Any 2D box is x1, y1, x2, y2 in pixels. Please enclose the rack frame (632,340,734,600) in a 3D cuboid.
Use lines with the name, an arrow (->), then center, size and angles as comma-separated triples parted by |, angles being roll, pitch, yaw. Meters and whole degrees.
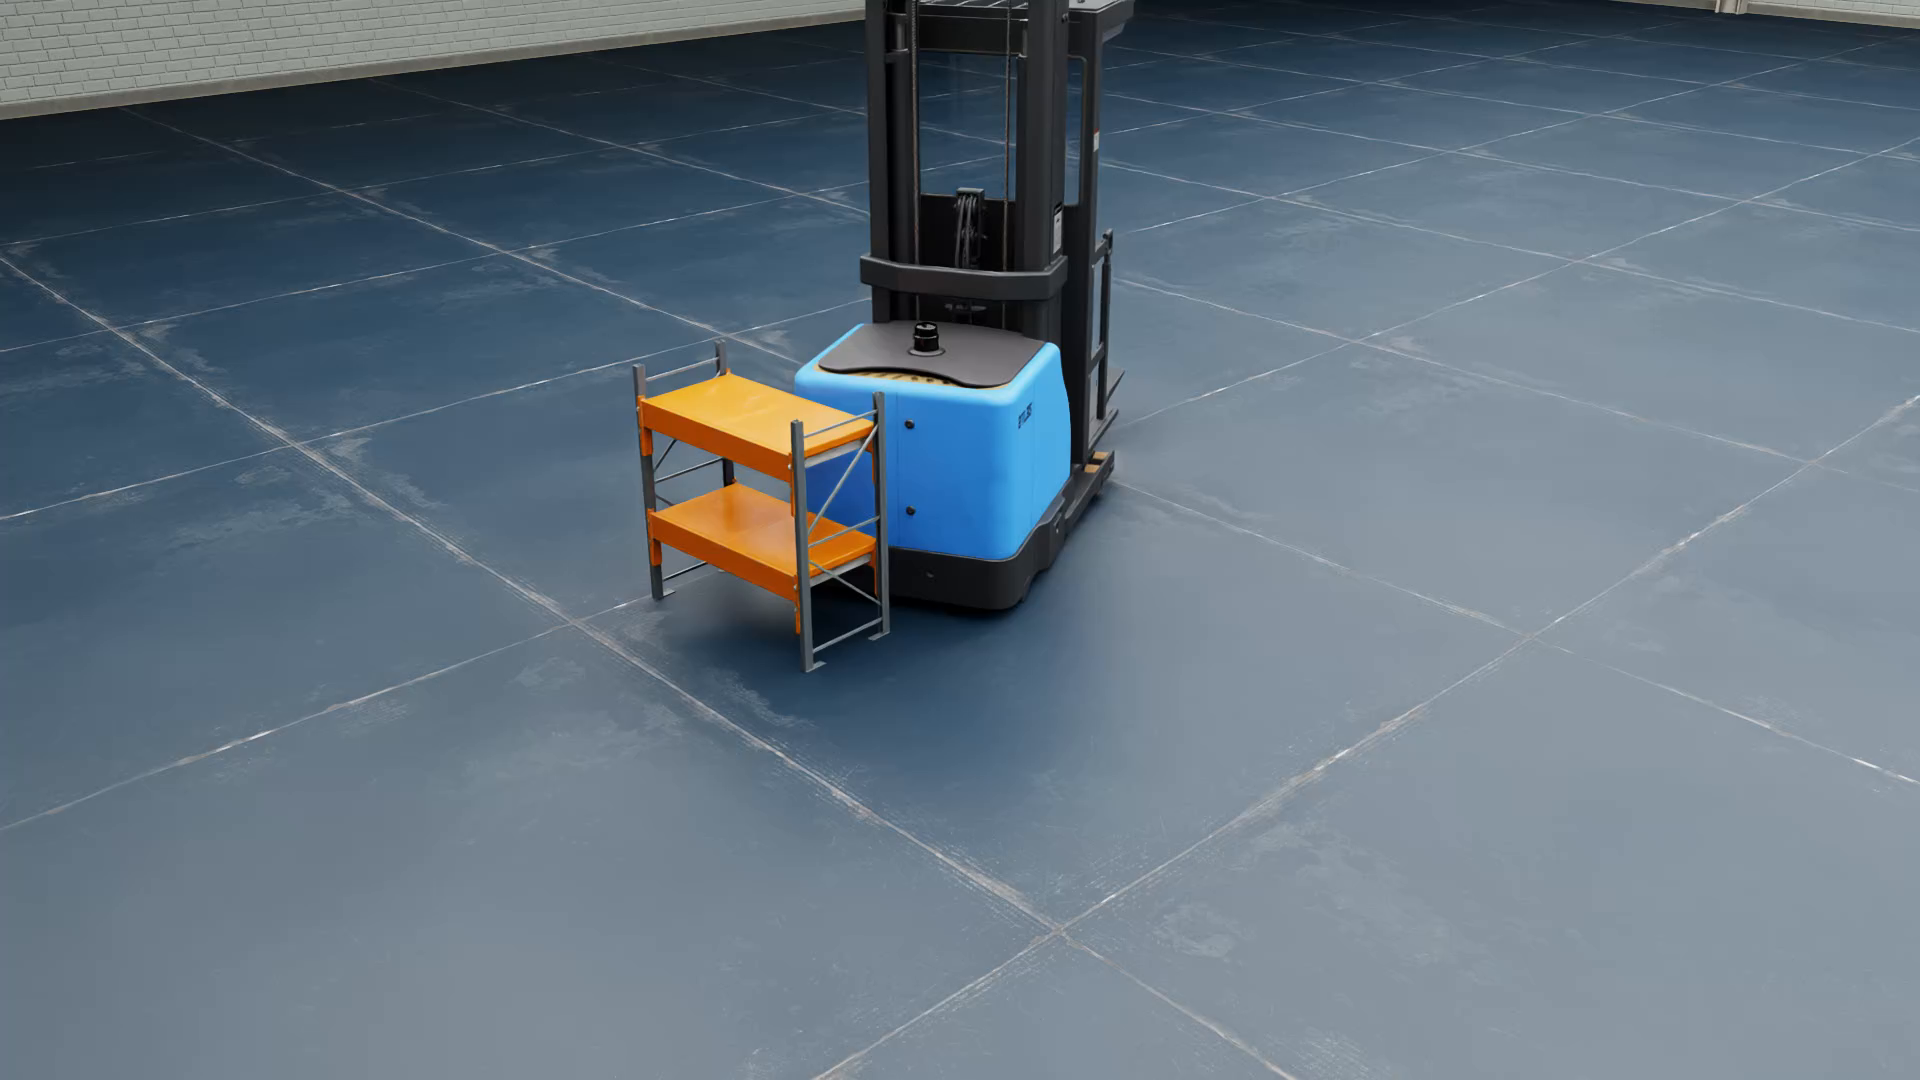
rack frame -> -1.237, -0.315, 7.585 | 0.032, 1.125, 0.500 | 21, 32, 38

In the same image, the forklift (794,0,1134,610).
forklift -> 0.195, -1.611, 8.249 | 1.130, 2.935, 3.031 | 8, 26, 16

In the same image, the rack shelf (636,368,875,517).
rack shelf -> -0.864, -0.438, 7.149 | 1.000, 0.278, 0.538 | 21, 32, 38

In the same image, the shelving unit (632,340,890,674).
shelving unit -> -0.864, -0.172, 7.271 | 1.048, 1.125, 0.538 | 21, 32, 38

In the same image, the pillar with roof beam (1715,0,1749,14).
pillar with roof beam -> 9.410, -11.464, 22.538 | 9.100, 9.000, 0.400 | -21, 32, -38

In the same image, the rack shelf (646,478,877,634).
rack shelf -> -0.864, 0.051, 7.372 | 1.000, 0.278, 0.538 | 21, 32, 38

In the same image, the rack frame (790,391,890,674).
rack frame -> -0.491, -0.028, 6.957 | 0.032, 1.125, 0.500 | 21, 32, 38
